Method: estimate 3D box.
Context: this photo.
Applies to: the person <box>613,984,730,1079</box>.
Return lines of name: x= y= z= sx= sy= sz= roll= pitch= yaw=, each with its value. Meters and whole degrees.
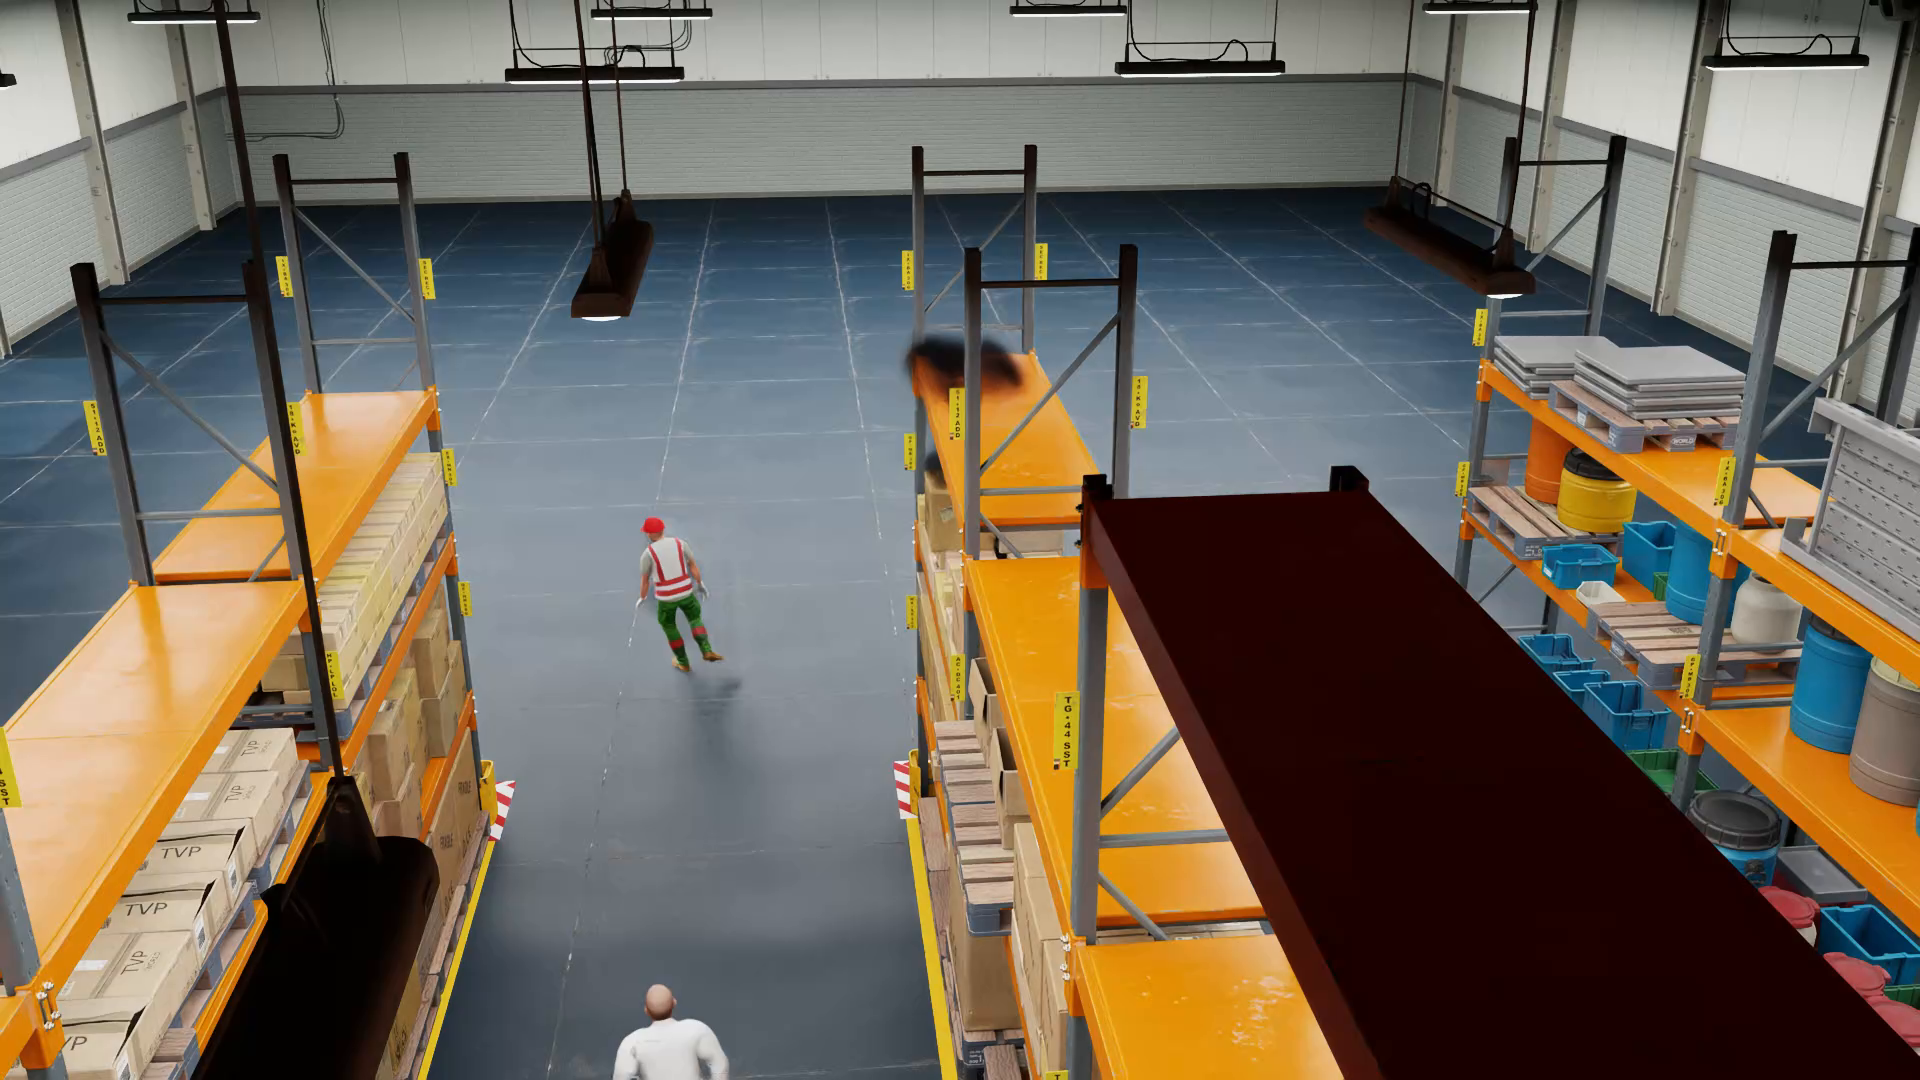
person: x=-1.724 y=3.636 z=10.197 sx=0.709 sy=1.727 sz=0.863 roll=-10 pitch=24 yaw=-24

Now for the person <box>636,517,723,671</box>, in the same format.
person: x=-3.031 y=0.603 z=17.764 sx=0.798 sy=1.723 sz=0.705 roll=-12 pitch=25 yaw=-28
